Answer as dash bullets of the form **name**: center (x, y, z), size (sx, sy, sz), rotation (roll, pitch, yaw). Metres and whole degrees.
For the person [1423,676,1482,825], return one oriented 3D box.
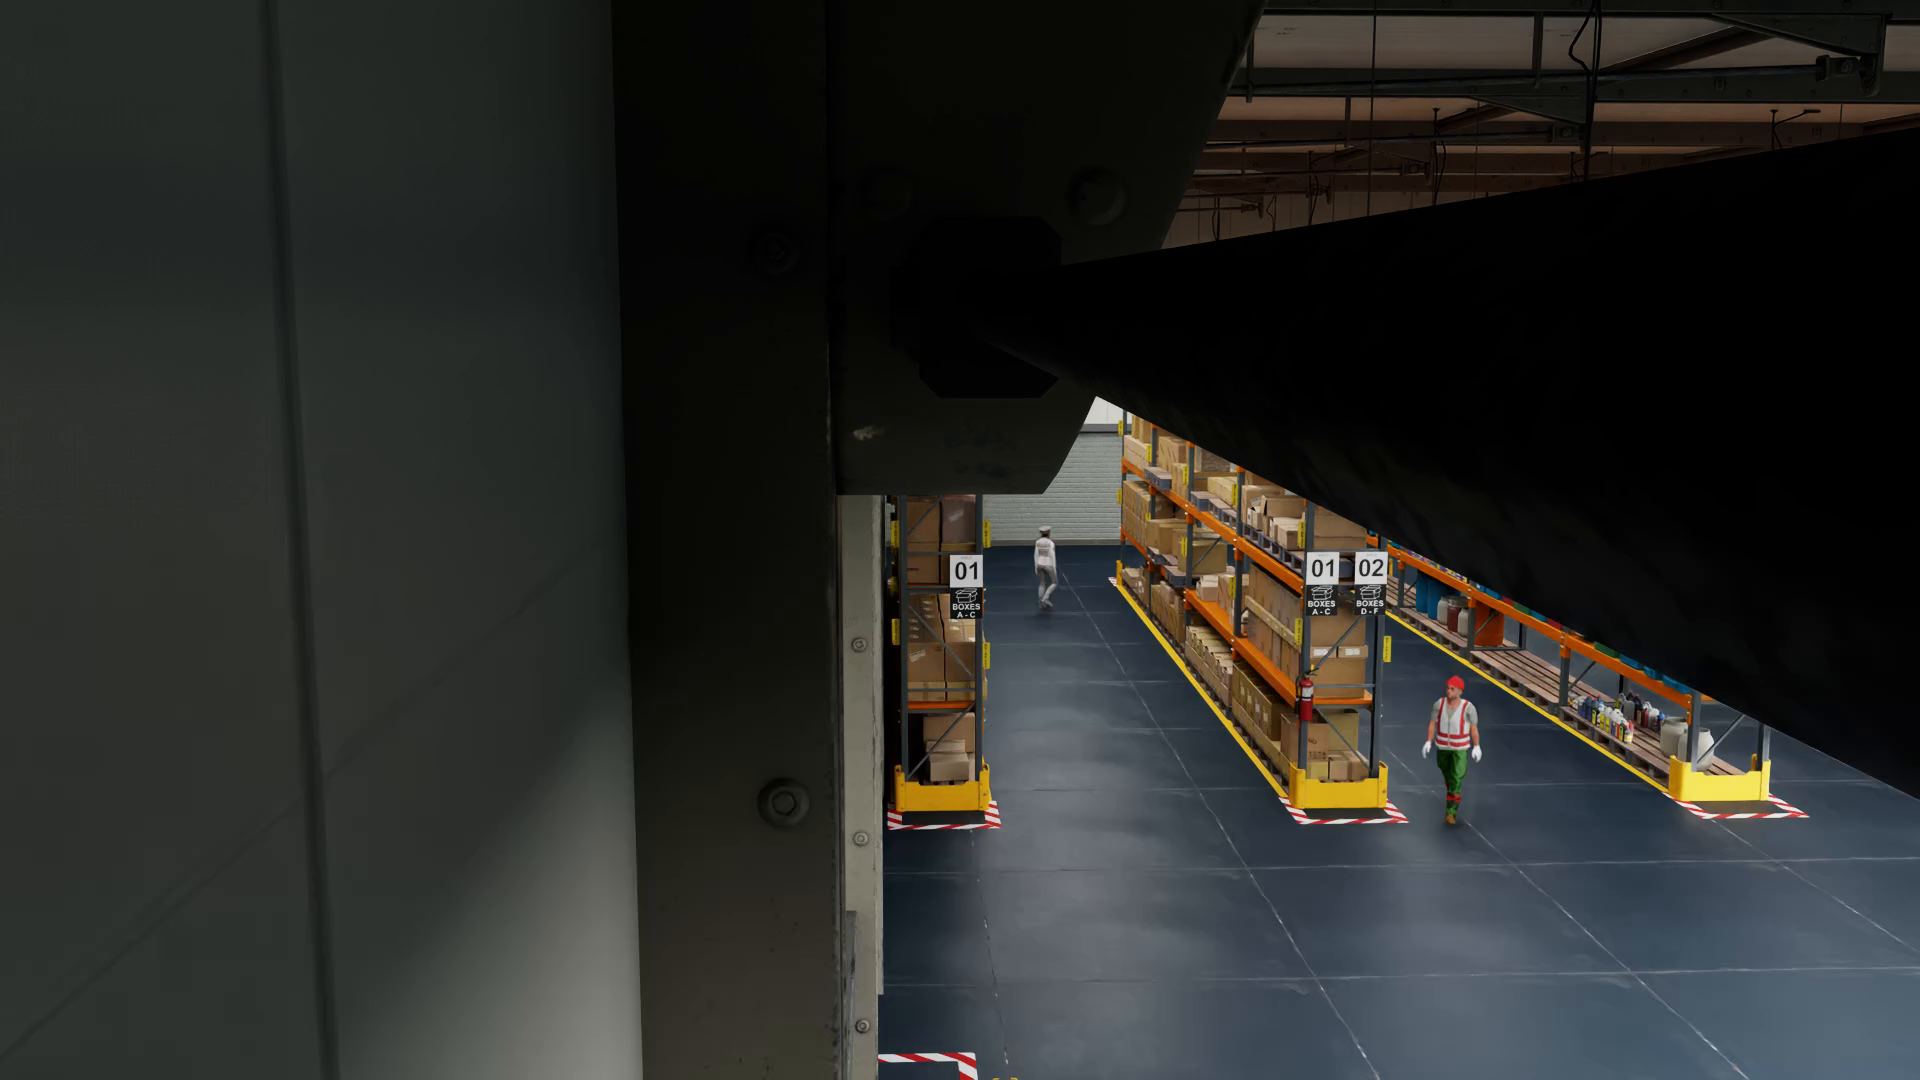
- **person**: center (5.960, 2.508, 20.157), size (0.643, 1.729, 1.120), rotation (5, 10, 30)

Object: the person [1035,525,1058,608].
- **person**: center (1.707, 0.548, 33.567), size (0.505, 1.687, 0.432), rotation (7, 11, 39)
